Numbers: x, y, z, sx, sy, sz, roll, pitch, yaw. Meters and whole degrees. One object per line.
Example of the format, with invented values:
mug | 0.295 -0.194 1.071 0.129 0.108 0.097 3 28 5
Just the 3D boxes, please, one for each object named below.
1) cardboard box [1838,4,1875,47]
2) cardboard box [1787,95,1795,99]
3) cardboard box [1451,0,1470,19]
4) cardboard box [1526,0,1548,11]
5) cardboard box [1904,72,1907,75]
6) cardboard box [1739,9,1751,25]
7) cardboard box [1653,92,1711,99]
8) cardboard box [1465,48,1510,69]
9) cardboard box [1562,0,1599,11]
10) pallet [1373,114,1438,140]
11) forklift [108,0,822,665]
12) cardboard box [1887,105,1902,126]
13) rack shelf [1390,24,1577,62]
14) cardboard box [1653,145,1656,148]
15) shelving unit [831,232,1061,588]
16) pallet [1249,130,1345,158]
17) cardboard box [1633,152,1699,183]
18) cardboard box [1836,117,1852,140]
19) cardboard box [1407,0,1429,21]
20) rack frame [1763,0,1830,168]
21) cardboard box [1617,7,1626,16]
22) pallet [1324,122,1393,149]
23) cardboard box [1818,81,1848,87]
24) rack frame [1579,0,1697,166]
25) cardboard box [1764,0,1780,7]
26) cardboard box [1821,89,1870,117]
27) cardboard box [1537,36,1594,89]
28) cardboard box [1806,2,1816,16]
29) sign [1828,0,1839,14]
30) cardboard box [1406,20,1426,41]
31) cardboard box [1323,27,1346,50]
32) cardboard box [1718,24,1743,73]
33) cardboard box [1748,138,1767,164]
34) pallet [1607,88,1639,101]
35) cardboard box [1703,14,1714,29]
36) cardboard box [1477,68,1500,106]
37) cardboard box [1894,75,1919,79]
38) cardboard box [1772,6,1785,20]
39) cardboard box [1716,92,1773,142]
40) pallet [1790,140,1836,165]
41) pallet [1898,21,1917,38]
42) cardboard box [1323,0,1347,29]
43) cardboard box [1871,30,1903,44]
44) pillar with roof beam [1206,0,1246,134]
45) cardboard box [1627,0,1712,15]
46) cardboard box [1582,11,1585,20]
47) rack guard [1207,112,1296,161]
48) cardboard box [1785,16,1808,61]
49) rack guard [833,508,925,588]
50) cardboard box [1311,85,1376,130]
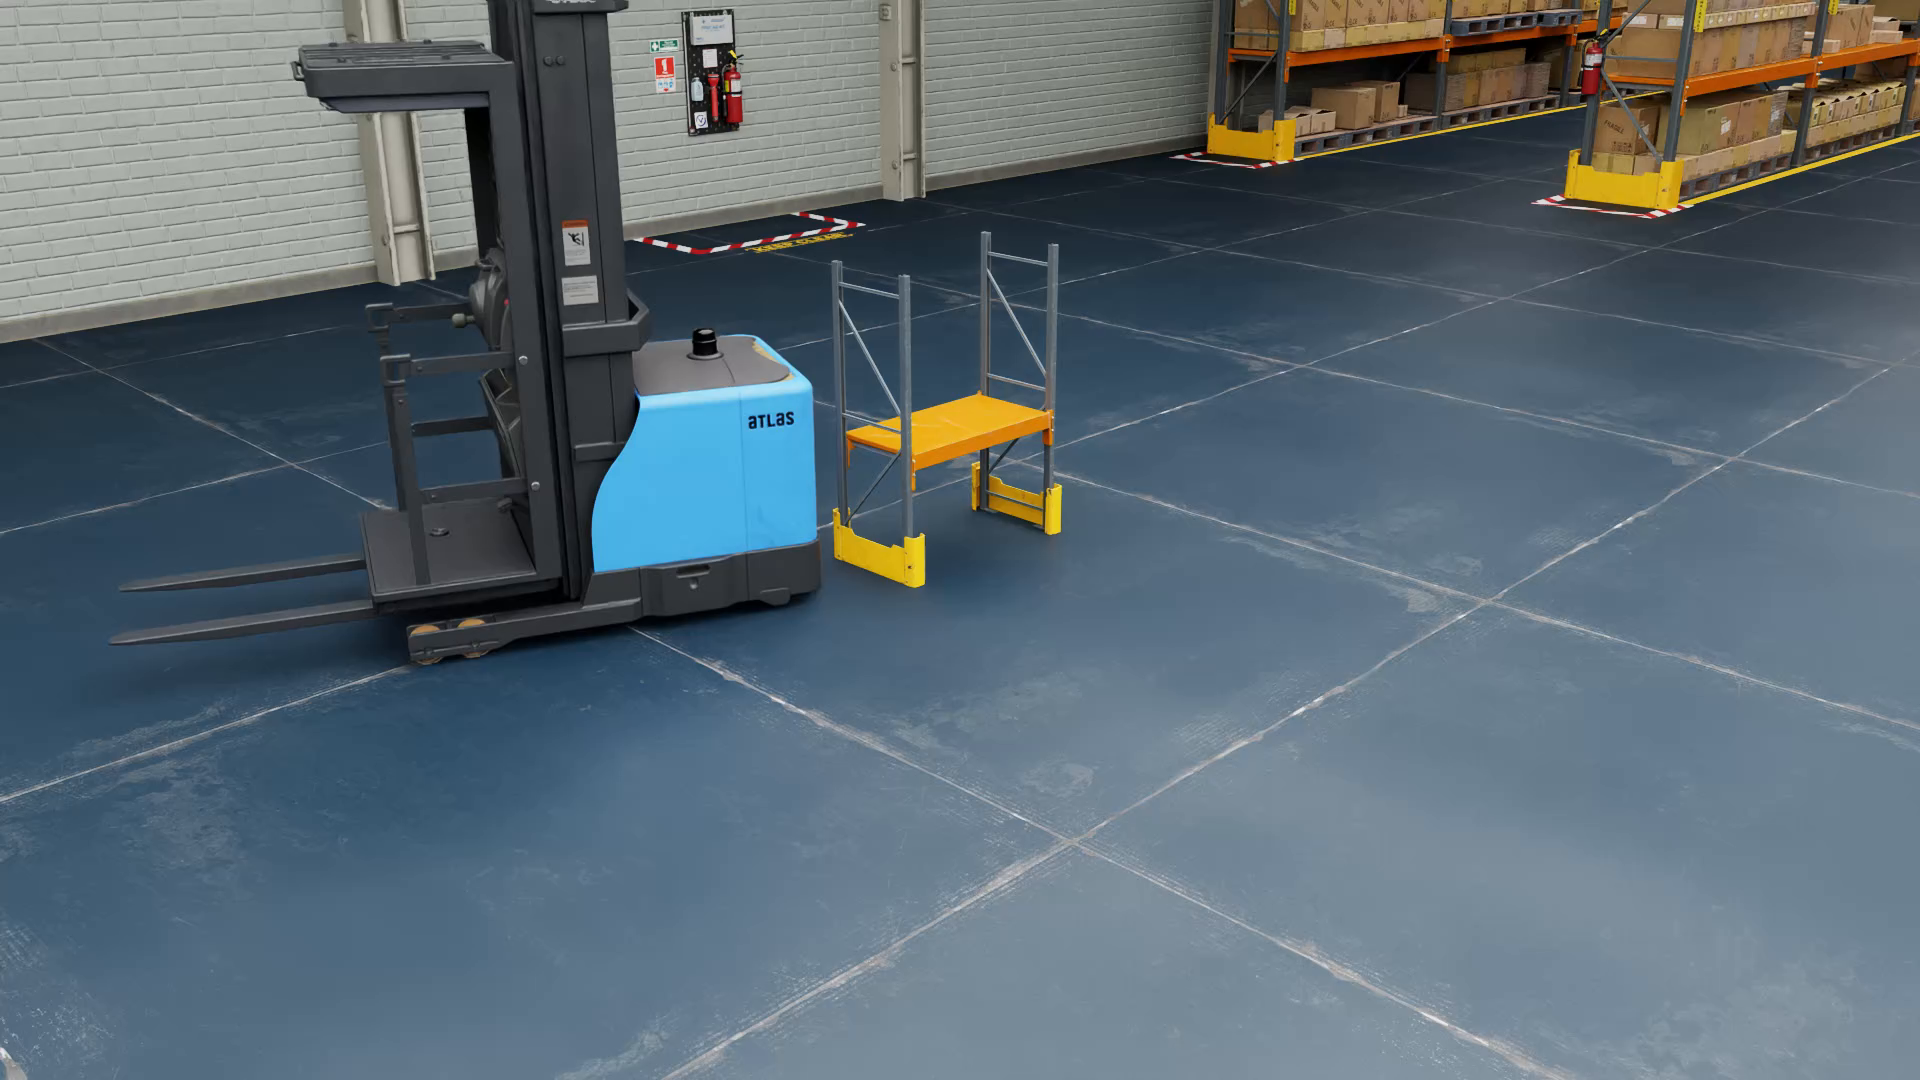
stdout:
cardboard box | 11.665 -6.779 21.892 0.500 0.500 0.500 17 27 38
cardboard box | 10.469 -5.625 21.494 0.500 0.311 0.500 -19 28 -41
cardboard box | 6.862 -7.753 23.812 0.700 0.500 0.500 19 28 41
cardboard box | 8.581 -8.385 25.456 0.700 0.500 0.500 16 26 36
cardboard box | 13.670 -6.639 24.536 0.500 0.500 0.500 18 27 39
cardboard box | 8.569 -5.839 18.543 0.380 0.149 0.250 19 28 40
cardboard box | 8.441 -4.975 19.540 0.500 0.500 0.500 19 28 41
cardboard box | 8.010 -7.333 25.297 0.500 0.250 0.500 19 28 40
cardboard box | 9.795 -8.662 26.349 0.500 0.500 0.500 -19 28 -40
pallet | 6.039 -5.895 23.619 1.003 0.211 1.213 19 28 41
forklift | -2.221 -1.045 7.207 3.031 2.935 1.130 -8 22 -20
cardboard box | 12.632 -5.884 22.950 0.500 0.250 0.500 -19 28 -41
rack shelf | 7.877 -7.557 25.057 1.077 0.370 4.000 19 28 41
cardboard box | 7.746 -4.367 19.003 0.500 0.250 0.500 19 28 41
shelving unit | -0.053 -0.680 8.255 0.587 1.500 1.083 19 28 41
pallet | 4.337 -5.268 21.987 1.003 0.211 1.213 19 28 41
cardboard box | 7.777 -4.106 18.324 0.500 0.250 0.500 19 28 41
cardboard box | 11.210 -5.359 21.583 0.500 0.250 0.500 18 28 39
cardboard box | 6.030 -7.339 22.624 0.500 0.500 0.500 19 28 40
rack frame | 10.034 -6.140 20.367 1.000 3.000 0.127 19 28 41
cardboard box | 10.730 -8.722 27.409 0.380 0.149 0.250 19 28 41
pallet | 5.188 -5.580 22.799 1.003 0.211 1.213 19 28 41
cardboard box | 11.888 -6.144 22.844 0.500 0.311 0.500 18 28 39
rack frame | 7.244 -5.111 17.692 1.000 3.000 0.127 19 28 41
cardboard box | 9.027 -6.417 19.142 0.700 0.500 0.500 19 28 41
cardboard box | 11.572 -5.753 21.828 0.500 0.311 0.500 -19 28 -41
cardboard box | 9.880 -7.755 26.982 0.750 0.750 0.750 19 28 40
cardboard box | 9.998 -6.366 19.912 0.380 0.149 0.250 19 28 41
sign | 10.433 -6.442 19.837 0.100 0.325 0.005 19 28 41
cardboard box | 6.015 -6.994 22.772 0.500 0.250 0.500 19 28 41
cardboard box | 4.612 -6.473 21.415 0.500 0.250 0.500 18 28 39
cardboard box | 8.292 -5.537 18.661 0.700 0.500 0.500 19 28 41
cardboard box | 9.173 -4.620 19.661 0.500 0.250 0.500 19 28 41
pallet | 10.727 -7.601 28.056 1.003 0.211 1.213 19 28 41
cardboard box | 7.854 -5.576 17.858 0.380 0.149 0.250 18 28 39
cardboard box | 7.693 -6.877 25.156 0.700 0.500 0.500 20 28 41
cardboard box | 13.708 -6.388 23.884 0.500 0.500 0.500 18 27 39
cardboard box | 9.287 -6.104 19.232 0.380 0.149 0.250 19 28 40
cardboard box | 9.164 -4.973 19.535 0.500 0.500 0.500 19 28 41
pallet | 10.520 -5.037 21.386 1.003 0.211 1.213 19 28 41
pallet | 13.247 -7.270 23.576 1.213 0.211 1.003 19 28 41
cardboard box | 4.592 -6.812 21.252 0.500 0.500 0.500 19 28 41
cardboard box | 12.395 -6.750 22.306 0.380 0.149 0.250 19 28 41
pillar with roof beam | 6.645 -8.470 18.067 9.100 9.000 0.400 19 28 41
cardboard box | 7.615 -5.894 17.781 0.700 0.500 0.500 19 28 41
cardboard box | 9.668 -8.325 26.376 0.380 0.149 0.250 19 28 40
rack guard | 3.745 -5.203 21.415 1.175 0.500 0.348 19 28 41
cardboard box | 9.729 -6.071 20.048 0.700 0.500 0.500 18 28 39
rack guard | -0.401 0.031 8.146 0.587 0.250 0.087 19 28 41
cardboard box | 5.184 -5.867 22.528 0.700 0.500 0.500 17 27 37
